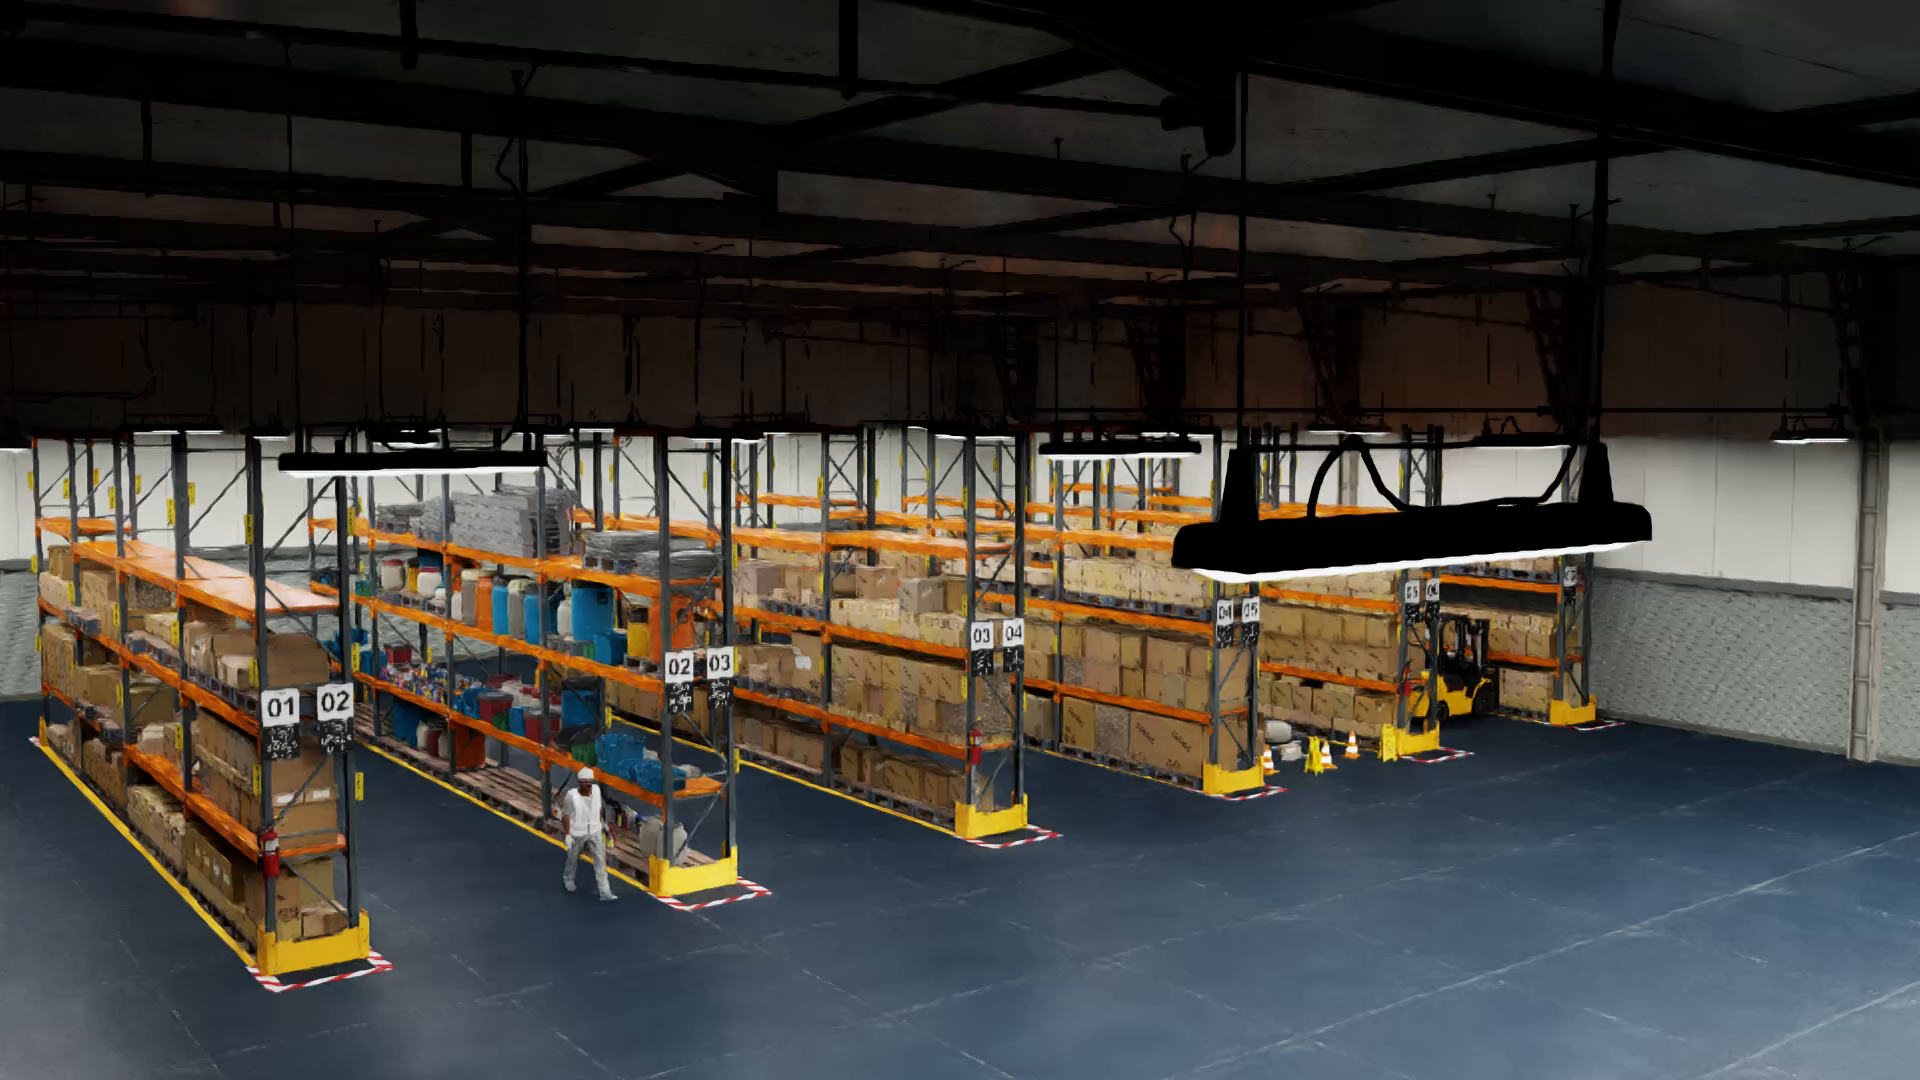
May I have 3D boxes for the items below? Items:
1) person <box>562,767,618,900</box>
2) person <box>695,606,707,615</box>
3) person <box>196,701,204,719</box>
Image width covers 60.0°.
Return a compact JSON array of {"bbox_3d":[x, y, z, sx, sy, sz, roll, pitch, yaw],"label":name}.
[{"bbox_3d":[-4.844,3.773,21.497,0.568,1.702,1.106,-3,5,-33],"label":"person"},{"bbox_3d":[-6.259,2.225,40.998,0.646,1.759,0.387,2,5,25],"label":"person"},{"bbox_3d":[-13.689,3.097,30.314,0.591,1.716,1.042,-3,6,-38],"label":"person"}]
